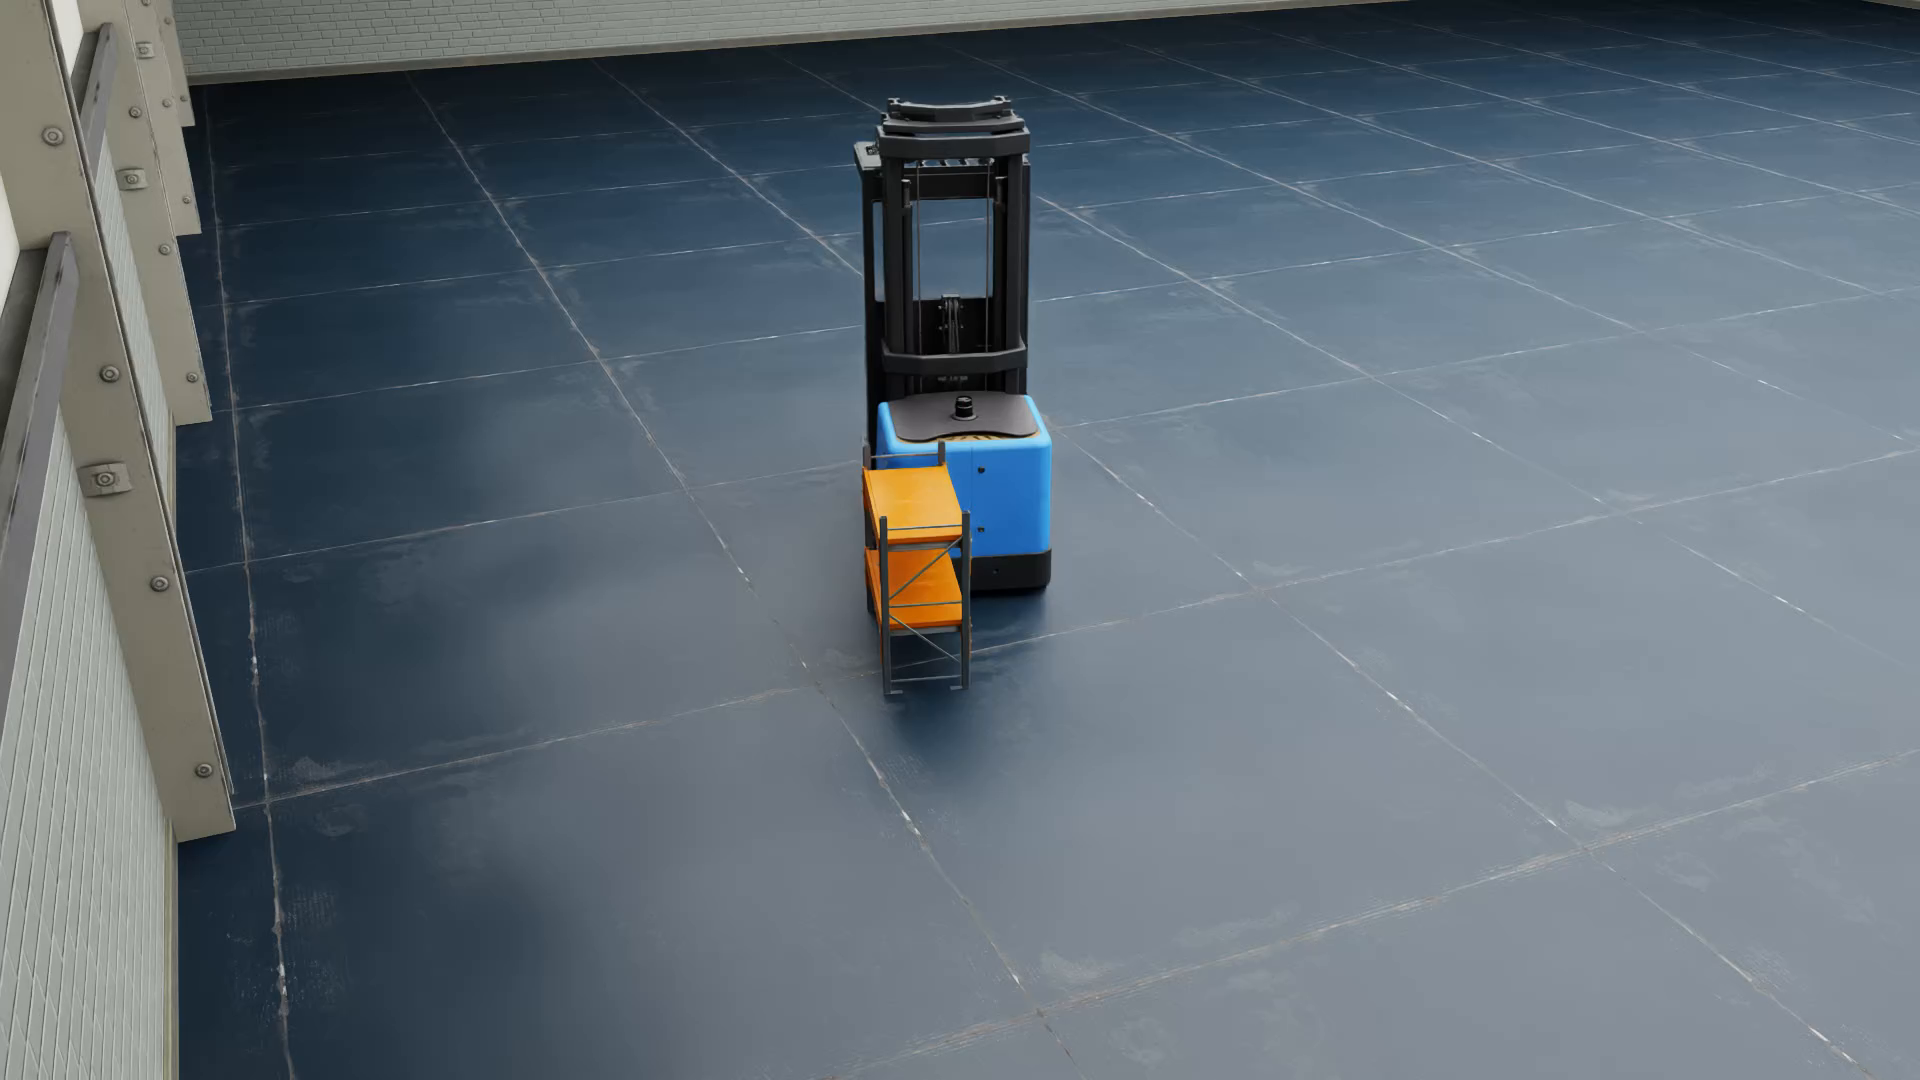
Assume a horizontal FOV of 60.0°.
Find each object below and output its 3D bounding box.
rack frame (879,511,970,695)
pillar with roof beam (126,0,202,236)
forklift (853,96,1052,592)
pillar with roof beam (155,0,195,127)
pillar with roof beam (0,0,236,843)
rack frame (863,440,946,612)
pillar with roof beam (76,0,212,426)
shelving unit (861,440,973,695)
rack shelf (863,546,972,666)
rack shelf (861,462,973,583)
[{"bbox_3d":[-0.194,0.365,9.367,0.500,1.125,0.032,-4,26,-7],"label":"rack frame"},{"bbox_3d":[-4.615,-8.217,17.968,9.100,9.000,0.400,-11,28,-21],"label":"pillar with roof beam"},{"bbox_3d":[-0.124,-1.587,11.307,1.130,2.935,3.031,-3,26,-7],"label":"forklift"},{"bbox_3d":[-6.964,-10.639,22.929,9.100,9.000,0.400,-11,28,-21],"label":"pillar with roof beam"},{"bbox_3d":[0.085,-3.372,8.046,9.100,9.000,0.400,-11,28,-21],"label":"pillar with roof beam"},{"bbox_3d":[-0.337,-0.077,10.271,0.500,1.125,0.032,-4,26,-7],"label":"rack frame"},{"bbox_3d":[-2.265,-5.794,13.007,9.100,9.000,0.400,-11,28,-21],"label":"pillar with roof beam"},{"bbox_3d":[-0.265,0.144,9.819,0.538,1.125,1.048,-4,26,-7],"label":"shelving unit"},{"bbox_3d":[-0.265,0.364,9.926,0.538,0.278,1.000,-4,26,-7],"label":"rack shelf"},{"bbox_3d":[-0.265,-0.119,9.691,0.538,0.278,1.000,-4,26,-7],"label":"rack shelf"}]
